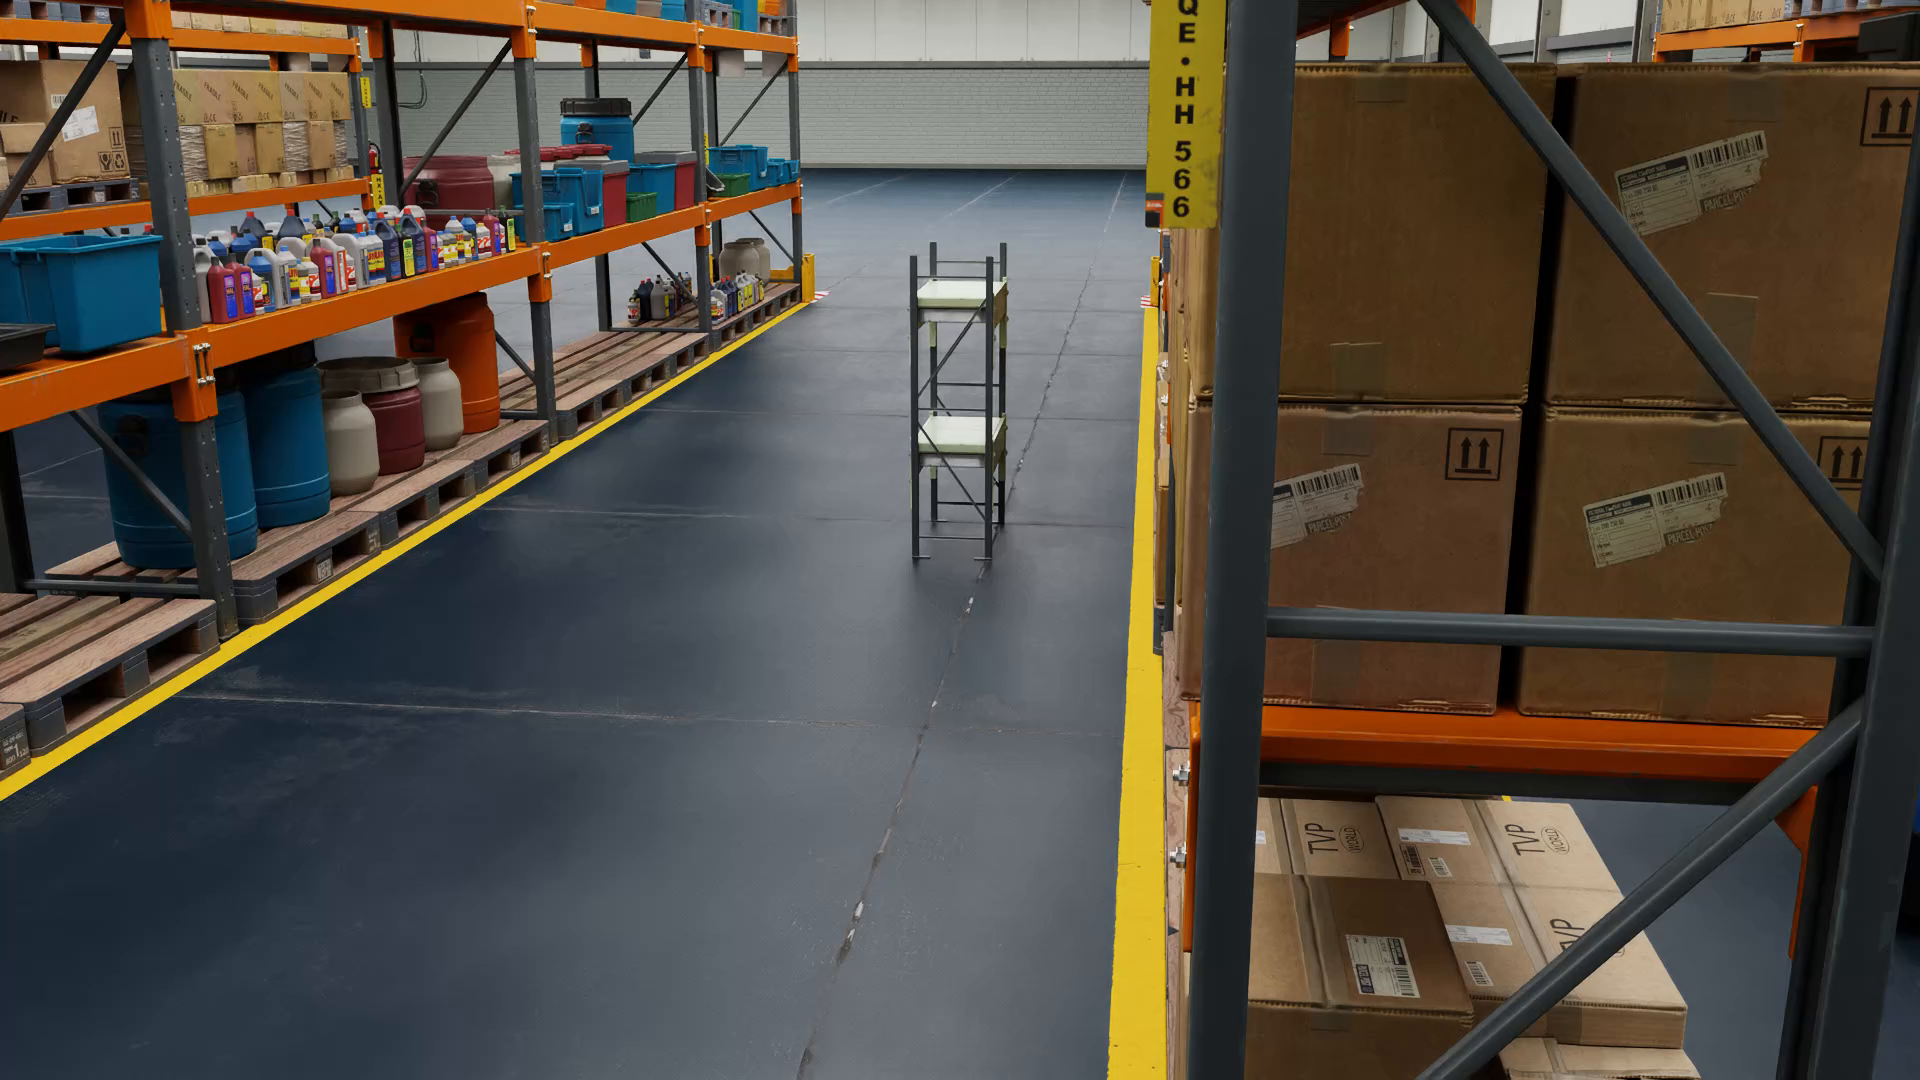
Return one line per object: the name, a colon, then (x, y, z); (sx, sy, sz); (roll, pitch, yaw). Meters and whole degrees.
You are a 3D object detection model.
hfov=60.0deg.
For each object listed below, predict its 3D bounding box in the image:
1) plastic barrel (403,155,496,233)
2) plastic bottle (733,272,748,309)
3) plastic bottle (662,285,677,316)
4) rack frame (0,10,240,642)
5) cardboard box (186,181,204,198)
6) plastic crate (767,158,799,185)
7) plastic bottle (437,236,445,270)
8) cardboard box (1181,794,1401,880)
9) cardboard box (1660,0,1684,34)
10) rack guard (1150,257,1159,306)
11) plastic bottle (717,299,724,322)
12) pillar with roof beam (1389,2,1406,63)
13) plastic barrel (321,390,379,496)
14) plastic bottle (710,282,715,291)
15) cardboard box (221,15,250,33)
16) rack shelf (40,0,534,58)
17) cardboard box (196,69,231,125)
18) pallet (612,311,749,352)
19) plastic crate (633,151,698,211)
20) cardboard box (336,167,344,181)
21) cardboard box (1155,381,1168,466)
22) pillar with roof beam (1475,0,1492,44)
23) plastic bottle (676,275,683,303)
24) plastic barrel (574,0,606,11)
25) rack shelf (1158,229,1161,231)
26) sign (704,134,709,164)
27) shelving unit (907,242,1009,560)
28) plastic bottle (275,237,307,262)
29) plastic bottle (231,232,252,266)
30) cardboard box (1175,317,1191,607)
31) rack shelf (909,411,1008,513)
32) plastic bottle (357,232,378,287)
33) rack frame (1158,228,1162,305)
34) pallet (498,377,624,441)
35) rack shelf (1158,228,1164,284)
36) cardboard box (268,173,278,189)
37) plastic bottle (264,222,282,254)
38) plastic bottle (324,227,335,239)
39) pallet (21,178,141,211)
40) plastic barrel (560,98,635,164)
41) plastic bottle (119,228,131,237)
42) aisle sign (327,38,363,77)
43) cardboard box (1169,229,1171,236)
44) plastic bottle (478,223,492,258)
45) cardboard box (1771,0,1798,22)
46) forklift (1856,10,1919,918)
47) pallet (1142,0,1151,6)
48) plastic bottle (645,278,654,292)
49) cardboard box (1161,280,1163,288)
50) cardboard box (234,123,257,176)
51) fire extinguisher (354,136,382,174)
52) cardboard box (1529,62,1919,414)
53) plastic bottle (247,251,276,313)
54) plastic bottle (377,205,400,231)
plastic barrel: (-3.409, -2.277, 11.076); (0.600, 0.536, 0.708); (2, 15, 6)
plastic bottle: (-2.136, -2.410, 16.058); (0.144, 0.351, 0.185); (2, 15, 6)
plastic bottle: (-2.751, -2.245, 15.591); (0.152, 0.276, 0.135); (2, 15, 6)
rack frame: (-3.612, -1.045, 6.779); (1.000, 3.000, 0.127); (2, 15, 6)
cardboard box: (-7.266, -3.256, 15.436); (0.380, 0.149, 0.250); (2, 15, 6)
plastic crate: (-2.017, -3.947, 17.796); (0.499, 0.251, 0.616); (2, 15, 6)
plastic bottle: (-2.916, -1.603, 9.223); (0.097, 0.201, 0.097); (0, 15, 0)
cardboard box: (0.812, 0.861, 4.157); (0.500, 0.250, 0.500); (2, 15, 6)
cardboard box: (7.300, -5.292, 16.509); (0.500, 0.500, 0.500); (2, 15, 8)
rack guard: (2.667, -2.810, 18.095); (1.175, 0.500, 0.348); (2, 15, 6)
plastic bottle: (-2.214, -2.104, 15.213); (0.097, 0.201, 0.097); (0, 15, 0)
pillar with roof beam: (7.474, -14.462, 44.905); (9.100, 9.000, 0.400); (2, 15, 6)
plastic barrel: (-3.301, -0.514, 8.780); (0.421, 0.512, 0.421); (0, 15, 0)
plastic bottle: (-2.349, -2.255, 15.485); (0.144, 0.351, 0.185); (2, 15, 6)
cardboard box: (-7.204, -5.016, 16.007); (0.500, 0.250, 0.500); (1, 15, 4)
rack shelf: (-3.386, -2.664, 8.400); (1.077, 0.370, 4.000); (2, 15, 6)
cardboard box: (-7.272, -4.179, 15.693); (0.500, 0.500, 0.500); (2, 15, 6)
pallet: (-2.592, -1.946, 15.456); (1.003, 0.211, 1.213); (2, 15, 6)
plastic crate: (-2.459, -3.016, 13.946); (0.402, 0.464, 0.583); (2, 15, 6)
cardboard box: (-7.035, -4.037, 18.326); (0.380, 0.149, 0.250); (2, 15, 6)
cardboard box: (1.311, -0.565, 8.953); (0.500, 0.500, 0.500); (1, 15, 6)
pillar with roof beam: (6.120, -11.349, 33.395); (9.100, 9.000, 0.400); (2, 15, 6)
plastic bottle: (-2.810, -2.502, 16.554); (0.097, 0.271, 0.097); (0, 15, 0)
plastic barrel: (-2.778, -4.114, 11.559); (0.600, 0.830, 0.708); (2, 15, 6)
rack shelf: (2.438, -3.144, 15.921); (1.077, 0.370, 4.000); (2, 15, 6)
sign: (-2.804, -4.308, 18.317); (0.100, 0.325, 0.005); (2, 15, 6)
shelving unit: (0.001, -0.726, 8.473); (0.431, 1.500, 0.755); (2, 15, 6)
plastic bottle: (-3.227, -1.338, 8.102); (0.152, 0.276, 0.135); (2, 15, 6)
plastic bottle: (-3.623, -1.416, 8.399); (0.097, 0.271, 0.097); (0, 15, 0)
cardboard box: (0.694, -0.167, 3.343); (0.500, 0.500, 0.500); (2, 15, 7)
rack shelf: (0.001, -0.411, 8.558); (0.431, 0.370, 0.720); (2, 15, 6)
plastic bottle: (-3.010, -1.421, 8.417); (0.097, 0.271, 0.097); (0, 15, 0)
rack frame: (2.664, -4.010, 17.746); (1.000, 3.000, 0.127); (2, 15, 6)
pallet: (-3.034, -0.936, 11.718); (1.003, 0.211, 1.213); (2, 15, 6)
rack shelf: (1.987, -2.107, 12.085); (1.077, 0.370, 4.000); (2, 15, 6)
cardboard box: (-7.168, -3.647, 16.883); (0.380, 0.149, 0.250); (2, 15, 6)
plastic bottle: (-3.687, -1.560, 8.922); (0.152, 0.276, 0.135); (2, 15, 6)
plastic bottle: (-3.638, -1.700, 9.582); (0.097, 0.201, 0.097); (0, 15, 0)
pallet: (-7.861, -2.979, 14.300); (1.003, 0.211, 1.213); (2, 15, 6)
plastic barrel: (-3.053, -3.270, 14.049); (0.600, 0.901, 0.708); (2, 15, 6)
plastic bottle: (-3.833, -1.269, 7.703); (0.144, 0.351, 0.185); (2, 15, 6)
aisle sign: (-6.874, -5.565, 18.516); (0.394, 0.787, 0.004); (2, 15, 6)
cardboard box: (0.919, -1.181, 5.176); (0.500, 0.500, 0.500); (1, 15, 5)
plastic bottle: (-2.839, -1.779, 9.877); (0.097, 0.201, 0.097); (0, 15, 0)
cardboard box: (6.947, -4.473, 13.480); (0.500, 0.500, 0.500); (2, 15, 8)
forklift: (3.497, -0.652, 5.457); (1.130, 2.935, 3.031); (5, 16, 17)
pallet: (1.749, -3.471, 10.366); (1.213, 0.211, 1.003); (2, 15, 9)
plastic bottle: (-2.901, -2.278, 15.574); (0.144, 0.351, 0.185); (1, 15, 3)
cardboard box: (1.918, -2.019, 13.771); (0.500, 0.311, 0.500); (2, 15, 6)
cardboard box: (-7.470, -3.833, 16.331); (0.875, 0.500, 0.500); (2, 15, 6)
fire extinguisher: (-6.708, -4.282, 18.898); (0.296, 0.674, 0.183); (2, 15, 6)
cardboard box: (1.170, -0.499, 2.652); (0.500, 0.500, 0.500); (2, 15, 8)
plastic bottle: (-3.125, -1.155, 7.435); (0.097, 0.271, 0.097); (0, 15, 0)
plastic bottle: (-3.530, -1.920, 10.252); (0.152, 0.276, 0.135); (2, 15, 6)
